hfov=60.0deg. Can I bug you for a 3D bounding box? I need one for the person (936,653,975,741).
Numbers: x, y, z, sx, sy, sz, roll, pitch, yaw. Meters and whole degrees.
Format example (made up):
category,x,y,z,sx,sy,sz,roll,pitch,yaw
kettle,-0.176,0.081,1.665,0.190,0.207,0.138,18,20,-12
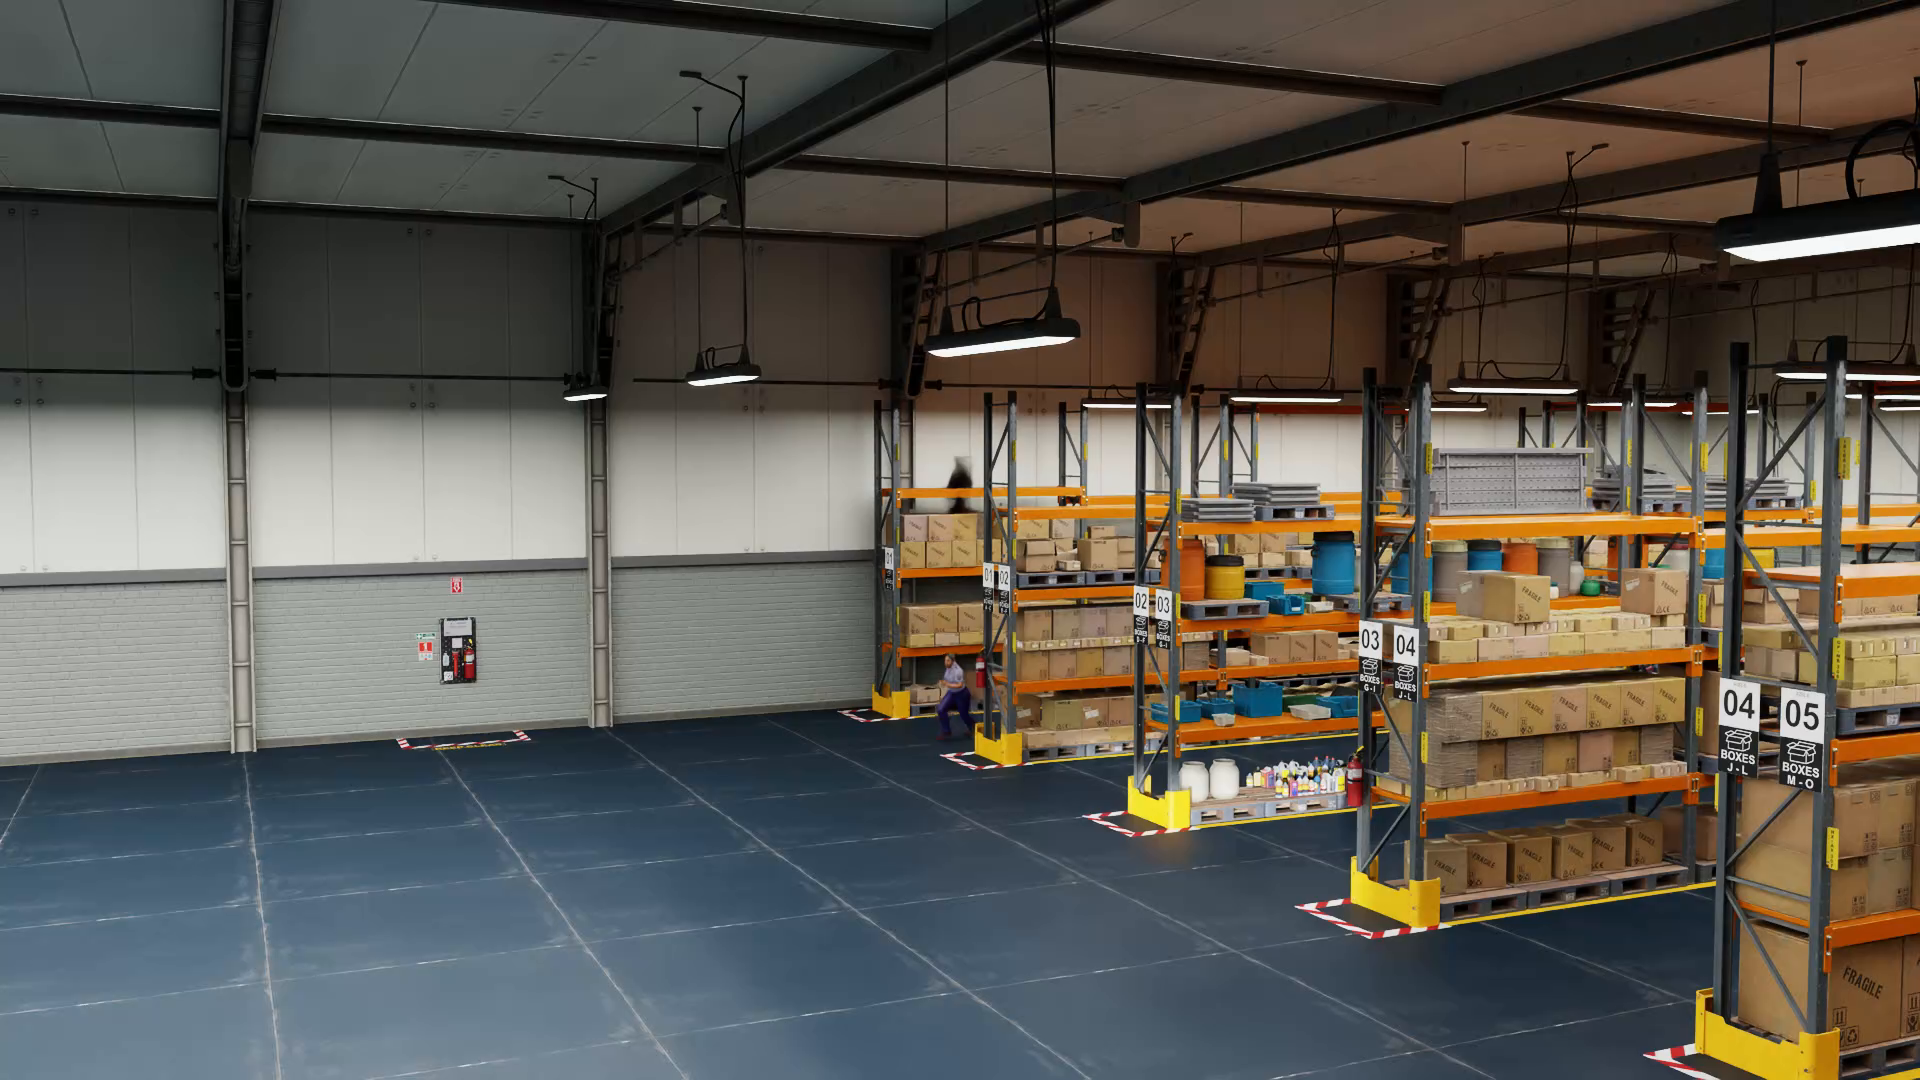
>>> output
category,x,y,z,sx,sy,sz,roll,pitch,yaw
person,-0.010,2.702,28.814,0.993,1.546,0.585,-3,4,-42
